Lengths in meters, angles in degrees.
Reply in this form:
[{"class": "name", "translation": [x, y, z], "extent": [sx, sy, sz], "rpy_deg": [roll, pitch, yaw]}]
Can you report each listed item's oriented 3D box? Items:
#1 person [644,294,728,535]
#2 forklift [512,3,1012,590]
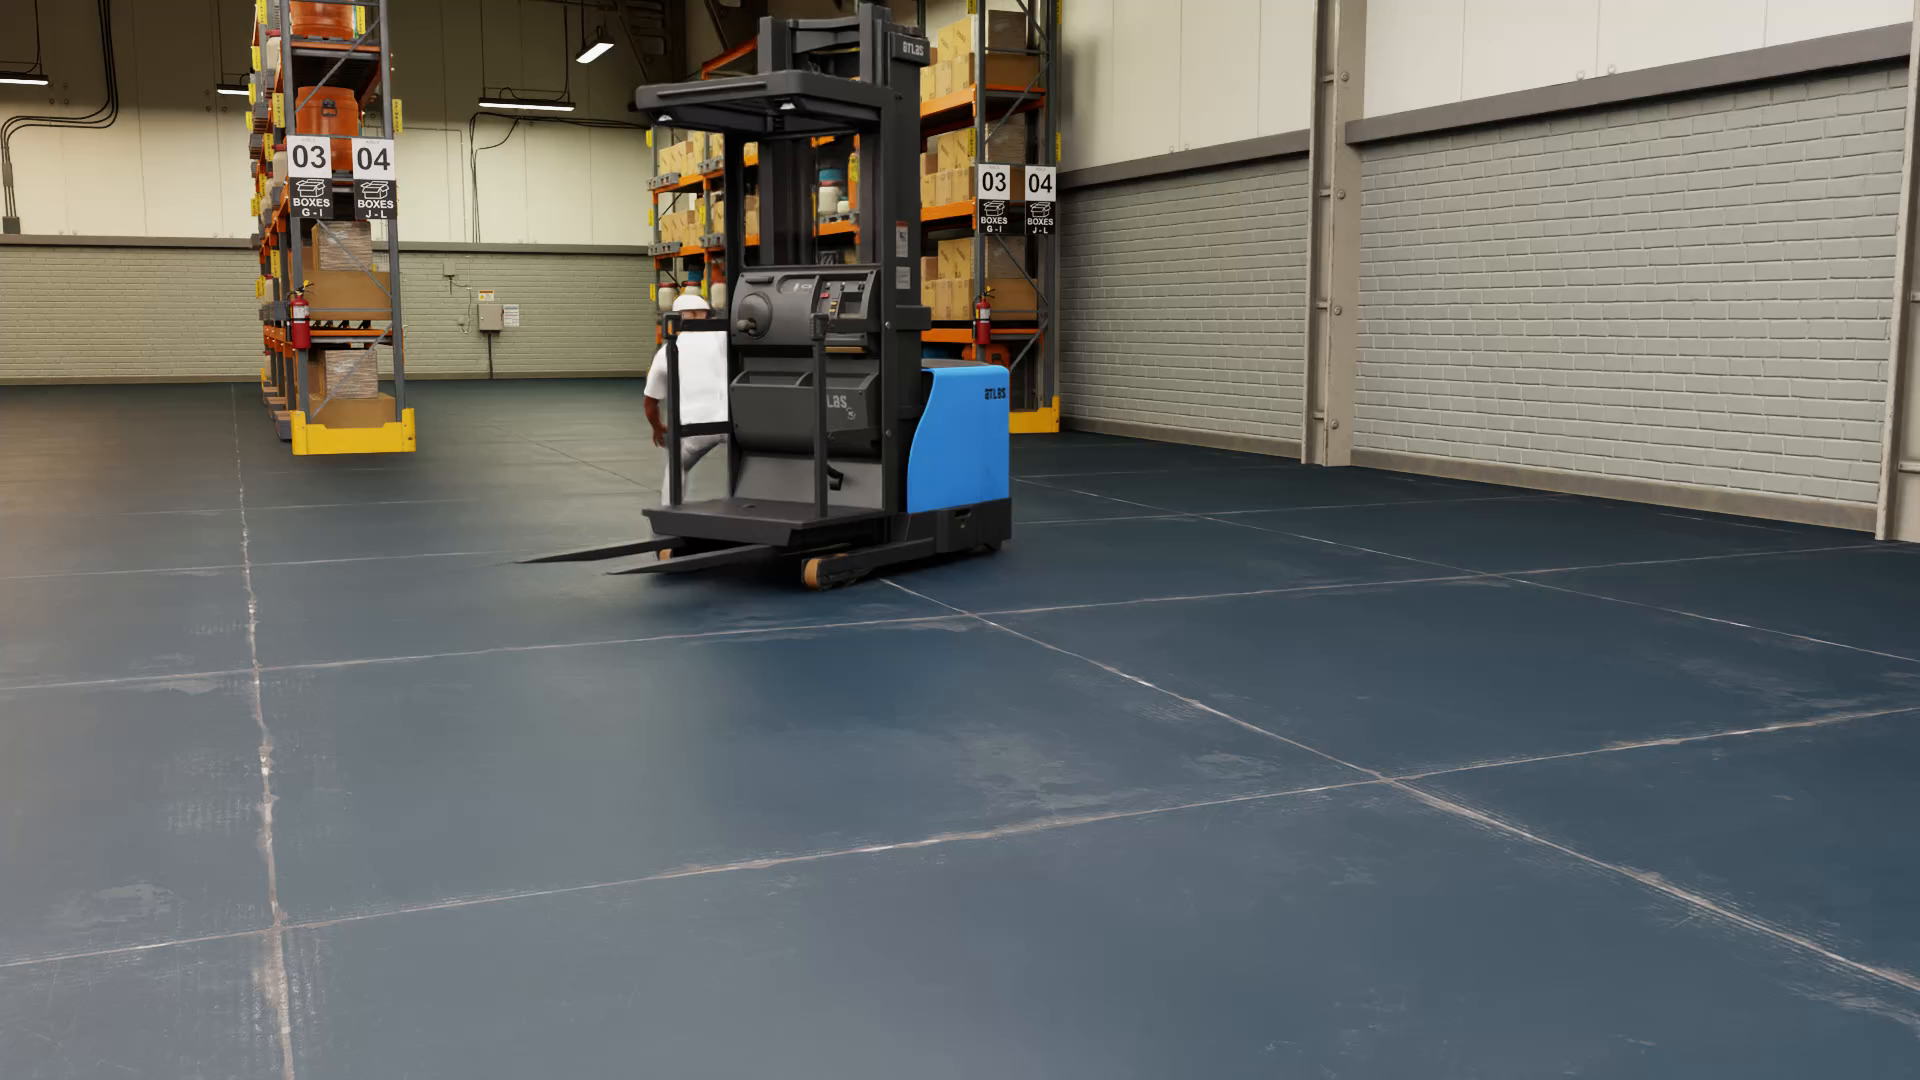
[{"class": "person", "translation": [-1.578, -0.790, 10.548], "extent": [0.841, 1.521, 0.693], "rpy_deg": [-1, 8, -8]}, {"class": "forklift", "translation": [-0.947, -1.273, 8.592], "extent": [1.130, 2.935, 3.031], "rpy_deg": [5, 9, 34]}]
